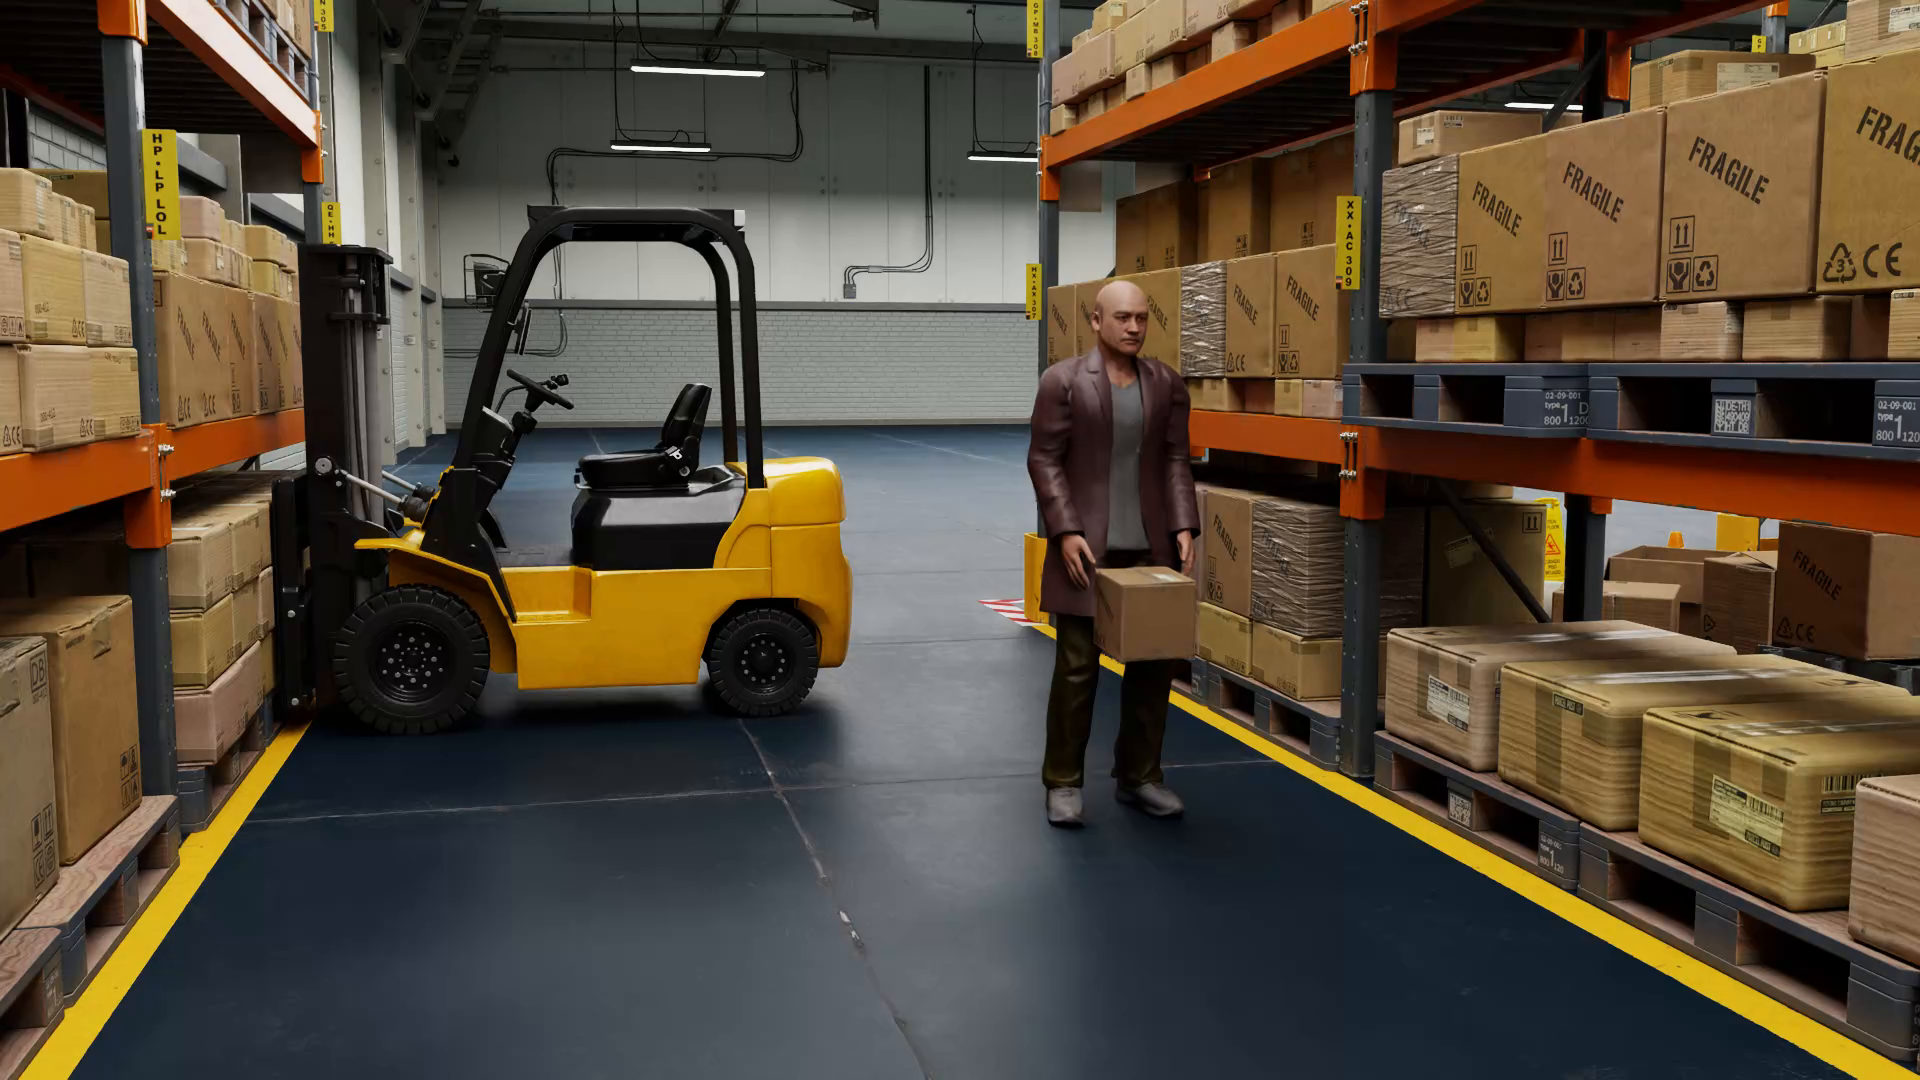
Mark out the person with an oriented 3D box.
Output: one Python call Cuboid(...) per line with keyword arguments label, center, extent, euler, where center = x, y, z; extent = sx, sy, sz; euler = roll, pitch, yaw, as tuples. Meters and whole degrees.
Cuboid(label="person", center=(0.521, 0.031, 5.559), extent=(0.583, 1.780, 0.424), euler=(-2, 6, -16))
